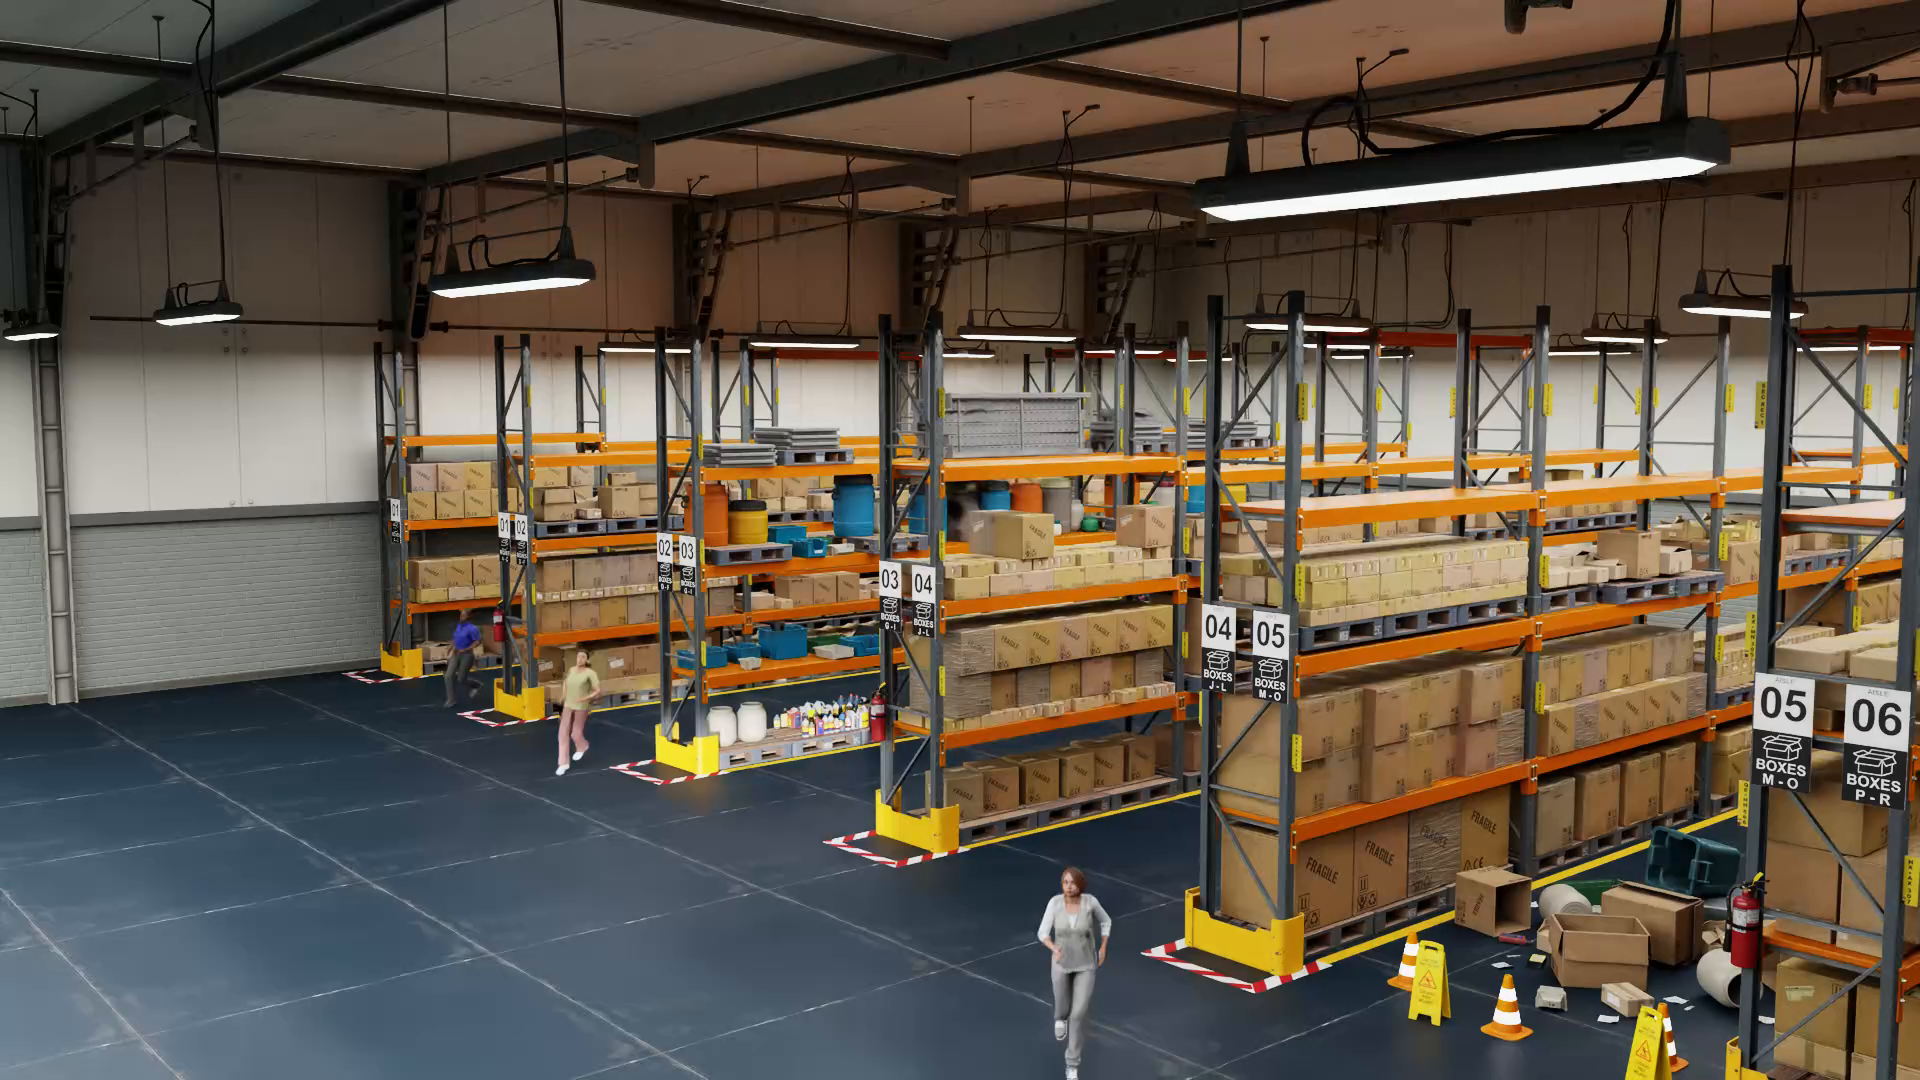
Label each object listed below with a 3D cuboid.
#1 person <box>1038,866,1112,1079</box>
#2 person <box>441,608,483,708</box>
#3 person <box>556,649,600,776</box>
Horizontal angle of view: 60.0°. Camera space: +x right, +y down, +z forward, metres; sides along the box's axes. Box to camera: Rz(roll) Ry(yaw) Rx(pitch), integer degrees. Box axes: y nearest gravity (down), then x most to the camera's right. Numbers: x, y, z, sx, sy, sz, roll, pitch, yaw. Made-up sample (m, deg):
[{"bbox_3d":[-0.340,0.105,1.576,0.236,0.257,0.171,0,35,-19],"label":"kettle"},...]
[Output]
[{"bbox_3d":[0.868,3.234,12.593,0.550,1.599,0.859,1,5,8],"label":"person"},{"bbox_3d":[-8.056,1.925,27.102,0.624,1.638,0.743,3,6,30],"label":"person"},{"bbox_3d":[-5.168,2.303,22.523,0.613,1.648,0.834,1,5,14],"label":"person"}]
